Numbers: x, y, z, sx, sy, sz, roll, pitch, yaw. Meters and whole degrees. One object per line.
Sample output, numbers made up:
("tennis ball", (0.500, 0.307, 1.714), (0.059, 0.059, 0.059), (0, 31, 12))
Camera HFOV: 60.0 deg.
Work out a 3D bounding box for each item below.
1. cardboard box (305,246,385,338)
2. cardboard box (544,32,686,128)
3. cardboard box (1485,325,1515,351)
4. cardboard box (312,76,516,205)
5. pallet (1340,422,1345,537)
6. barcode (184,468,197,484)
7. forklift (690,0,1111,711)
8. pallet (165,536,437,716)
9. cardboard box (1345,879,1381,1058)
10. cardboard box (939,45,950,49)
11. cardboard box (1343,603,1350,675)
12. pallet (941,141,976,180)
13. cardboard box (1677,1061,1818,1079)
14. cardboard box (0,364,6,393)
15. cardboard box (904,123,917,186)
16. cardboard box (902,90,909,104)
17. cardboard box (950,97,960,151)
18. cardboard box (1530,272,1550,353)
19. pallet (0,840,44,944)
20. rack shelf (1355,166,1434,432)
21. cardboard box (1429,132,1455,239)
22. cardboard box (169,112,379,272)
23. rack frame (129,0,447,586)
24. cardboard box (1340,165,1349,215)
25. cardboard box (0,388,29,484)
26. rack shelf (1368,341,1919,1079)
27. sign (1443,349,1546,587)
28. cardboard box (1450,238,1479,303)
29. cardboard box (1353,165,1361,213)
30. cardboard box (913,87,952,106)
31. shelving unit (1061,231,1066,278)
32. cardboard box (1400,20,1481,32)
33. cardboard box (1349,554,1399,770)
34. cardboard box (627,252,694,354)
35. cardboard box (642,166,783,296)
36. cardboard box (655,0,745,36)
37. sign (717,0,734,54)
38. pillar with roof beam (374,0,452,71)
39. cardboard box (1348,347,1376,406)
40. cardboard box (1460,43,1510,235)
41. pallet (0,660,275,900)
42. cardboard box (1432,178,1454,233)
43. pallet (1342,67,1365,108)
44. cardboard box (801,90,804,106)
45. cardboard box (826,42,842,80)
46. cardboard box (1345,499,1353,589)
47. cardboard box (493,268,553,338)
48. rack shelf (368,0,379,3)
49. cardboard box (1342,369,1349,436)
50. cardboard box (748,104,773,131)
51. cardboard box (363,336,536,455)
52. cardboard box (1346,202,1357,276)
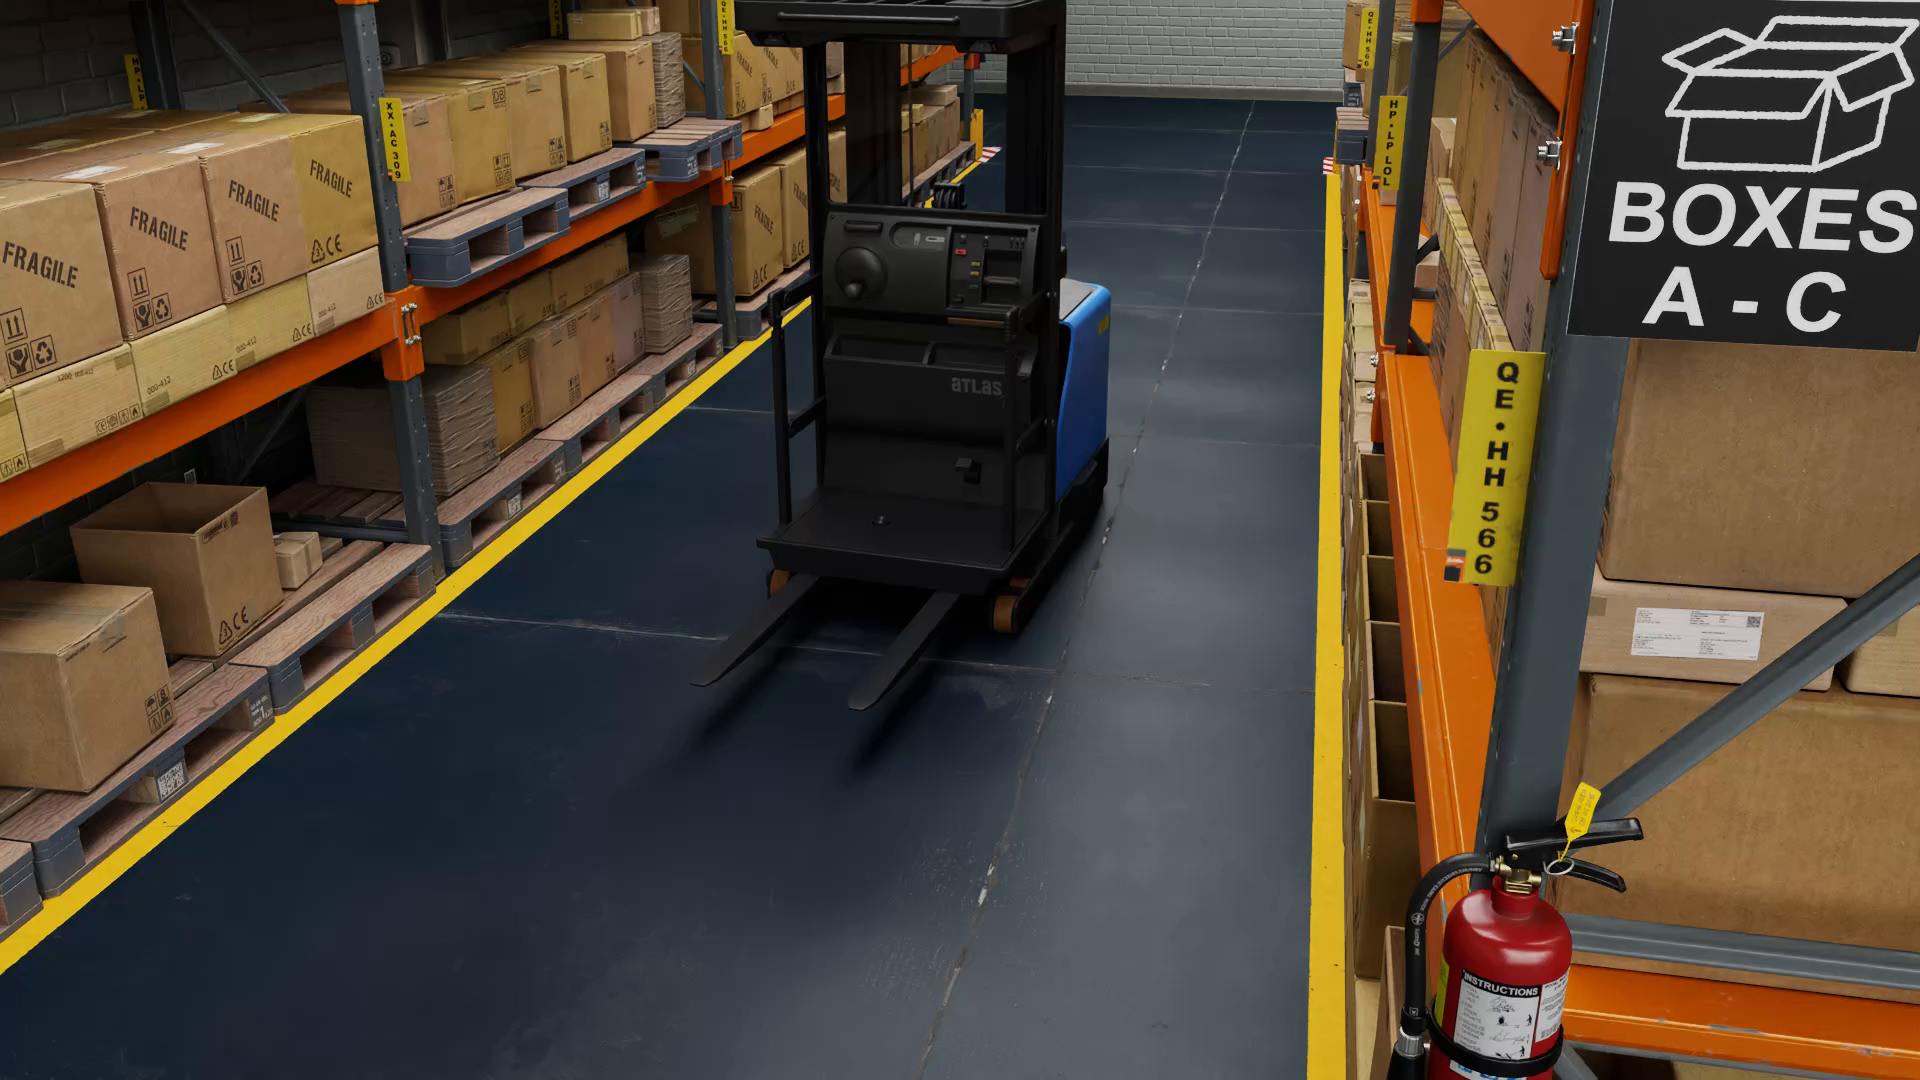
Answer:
("cardboard box", (-2.597, -0.981, 6.447), (0.500, 0.250, 0.500), (5, 22, 11))
("cardboard box", (-2.067, -2.778, 10.013), (0.700, 0.500, 0.500), (2, 22, 5))
("cardboard box", (1.391, -0.373, 3.763), (0.380, 0.149, 0.250), (5, 22, 12))
("cardboard box", (-2.539, -1.875, 7.771), (0.700, 0.500, 0.500), (7, 23, 16))
("pallet", (2.412, -0.287, 8.284), (1.003, 0.211, 1.213), (4, 22, 11))
("barcode", (-3.143, -0.251, 6.790), (0.001, 0.075, 0.075), (4, 22, 11))
("forklift", (-0.191, -1.137, 6.754), (1.130, 2.935, 3.031), (7, 23, 16))
("pallet", (-2.900, 0.305, 6.815), (1.003, 0.211, 1.213), (4, 22, 11))
("cardboard box", (1.247, 1.097, 4.232), (0.500, 0.250, 0.500), (4, 22, 11))
("cardboard box", (-0.581, -5.311, 16.623), (0.980, 0.700, 0.700), (4, 22, 10))
("cardboard box", (1.661, 0.366, 6.047), (0.500, 0.250, 0.500), (4, 22, 11))
("pallet", (-0.435, -4.034, 17.587), (1.003, 0.211, 1.213), (4, 22, 11))
("cardboard box", (1.664, 0.973, 3.538), (0.500, 0.500, 0.500), (4, 22, 11))
("cardboard box", (-3.000, -0.582, 4.454), (0.500, 0.500, 0.500), (4, 22, 9))
("cardboard box", (-0.806, -3.647, 15.679), (0.700, 0.500, 0.500), (4, 22, 10))
("cardboard box", (-0.718, -4.483, 16.884), (0.380, 0.149, 0.250), (5, 22, 11))
("cardboard box", (-0.394, -4.397, 17.541), (0.700, 0.500, 0.500), (4, 22, 11))
("cardboard box", (1.457, -0.428, 3.031), (0.700, 0.500, 0.500), (4, 22, 10))
("pallet", (-3.398, 1.197, 4.599), (1.003, 0.211, 1.213), (4, 22, 11))
("rack shelf", (2.461, -1.259, 7.926), (1.077, 0.370, 4.000), (4, 22, 11))
("cardboard box", (2.435, -1.563, 7.585), (0.500, 0.500, 0.500), (4, 22, 11))
("cardboard box", (-2.591, -1.328, 6.307), (0.500, 0.500, 0.500), (4, 22, 11))
("rack frame", (-2.798, -1.237, 6.910), (1.000, 3.000, 0.127), (4, 22, 11))
("cardboard box", (3.524, -3.061, 14.196), (0.500, 0.500, 0.500), (4, 22, 11))
("cardboard box", (-3.002, -0.245, 4.621), (0.500, 0.250, 0.500), (4, 22, 10))
("rack shelf", (1.645, 0.204, 4.294), (1.077, 0.370, 4.000), (4, 22, 11))
("sign", (0.708, -0.091, 2.198), (0.100, 0.325, 0.005), (4, 22, 11))
("cardboard box", (1.601, -0.751, 4.701), (0.380, 0.149, 0.250), (4, 22, 9))
("cardboard box", (3.042, -2.472, 11.728), (0.500, 0.250, 0.500), (4, 22, 10))
("cardboard box", (-0.293, -4.544, 17.037), (0.380, 0.149, 0.250), (5, 22, 12))
("shelving unit", (0.359, -0.967, 8.648), (0.258, 1.200, 0.503), (7, 23, 17))
("cardboard box", (3.261, -3.124, 10.899), (0.700, 0.500, 0.500), (9, 24, 21))
("cardboard box", (1.448, 0.383, 5.001), (0.500, 0.500, 0.500), (4, 22, 11))
("cardboard box", (-2.077, -1.477, 10.264), (0.700, 0.500, 0.500), (5, 22, 12))
("cardboard box", (-1.703, -2.157, 11.509), (0.750, 0.750, 0.750), (4, 22, 10))
("cardboard box", (-1.630, -3.398, 10.714), (0.500, 0.250, 0.500), (5, 22, 12))
("sign", (-1.448, -3.162, 10.247), (0.100, 0.325, 0.005), (4, 22, 11))
("pillar with roof beam", (1.121, -4.745, 7.590), (9.100, 9.000, 0.400), (4, 22, 11))
("cardboard box", (2.165, -0.767, 8.110), (0.500, 0.311, 0.500), (4, 22, 10))
("cardboard box", (1.866, -1.161, 4.852), (0.700, 0.500, 0.500), (4, 22, 11))
("pallet", (-3.147, 0.752, 5.703), (1.003, 0.211, 1.213), (4, 22, 11))
("cardboard box", (1.808, -1.125, 5.629), (0.380, 0.149, 0.250), (4, 22, 11))
("pallet", (3.415, -3.414, 12.571), (1.003, 0.211, 1.213), (4, 22, 11))
("cardboard box", (-1.325, -3.353, 12.473), (0.380, 0.149, 0.250), (5, 23, 13))
("cardboard box", (-1.218, -3.798, 12.710), (0.500, 0.500, 0.500), (4, 22, 11))
("cardboard box", (1.854, 0.046, 6.843), (0.500, 0.250, 0.500), (4, 22, 10))
("cardboard box", (-2.475, -1.252, 8.700), (0.500, 0.250, 0.500), (4, 22, 9))
("rack shelf", (-2.389, -3.026, 8.300), (1.077, 0.370, 4.000), (4, 22, 11))
("cardboard box", (2.273, -0.699, 8.694), (0.500, 0.250, 0.500), (4, 22, 10))
("cardboard box", (-1.490, -2.878, 11.293), (0.380, 0.149, 0.250), (5, 23, 13))
("cardboard box", (-2.607, -0.745, 8.445), (0.700, 0.500, 0.500), (4, 22, 10))
("cardboard box", (3.037, -2.110, 11.834), (0.500, 0.500, 0.500), (4, 22, 9))
